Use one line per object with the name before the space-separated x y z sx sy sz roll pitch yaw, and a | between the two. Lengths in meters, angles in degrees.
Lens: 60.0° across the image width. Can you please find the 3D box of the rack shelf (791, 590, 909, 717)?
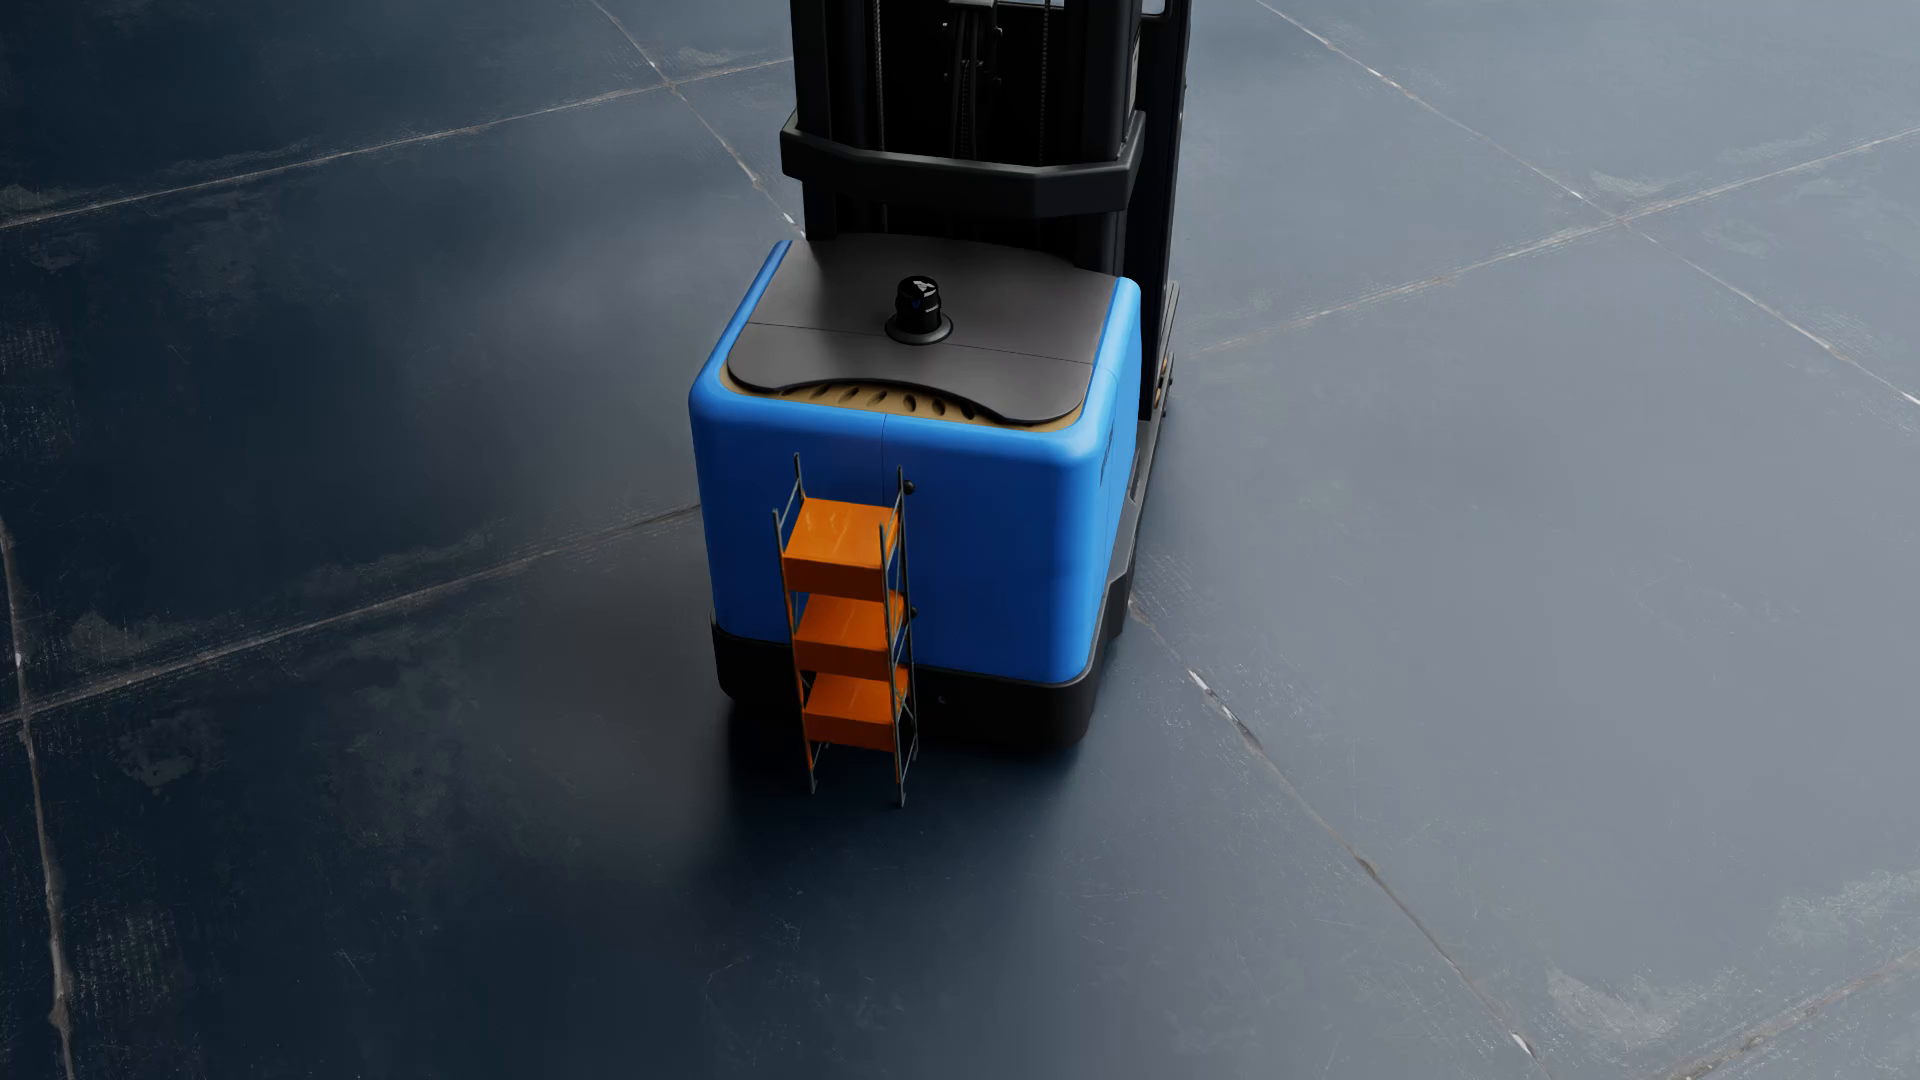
rack shelf | -0.266 0.262 4.131 0.240 0.259 0.215 7 46 9

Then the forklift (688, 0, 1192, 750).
forklift | 0.132 -1.513 4.769 1.130 2.935 3.031 8 41 9

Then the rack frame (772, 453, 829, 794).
rack frame | -0.386 0.239 4.142 0.008 1.050 0.200 7 46 9

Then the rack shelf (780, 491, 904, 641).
rack shelf | -0.271 0.062 3.931 0.240 0.259 0.215 7 46 9

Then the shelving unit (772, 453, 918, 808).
shelving unit | -0.266 0.254 4.124 0.252 1.050 0.215 7 46 9

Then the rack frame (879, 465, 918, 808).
rack frame | -0.146 0.270 4.106 0.008 1.050 0.200 7 46 9

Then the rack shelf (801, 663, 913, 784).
rack shelf | -0.261 0.458 4.328 0.240 0.259 0.215 7 46 9
